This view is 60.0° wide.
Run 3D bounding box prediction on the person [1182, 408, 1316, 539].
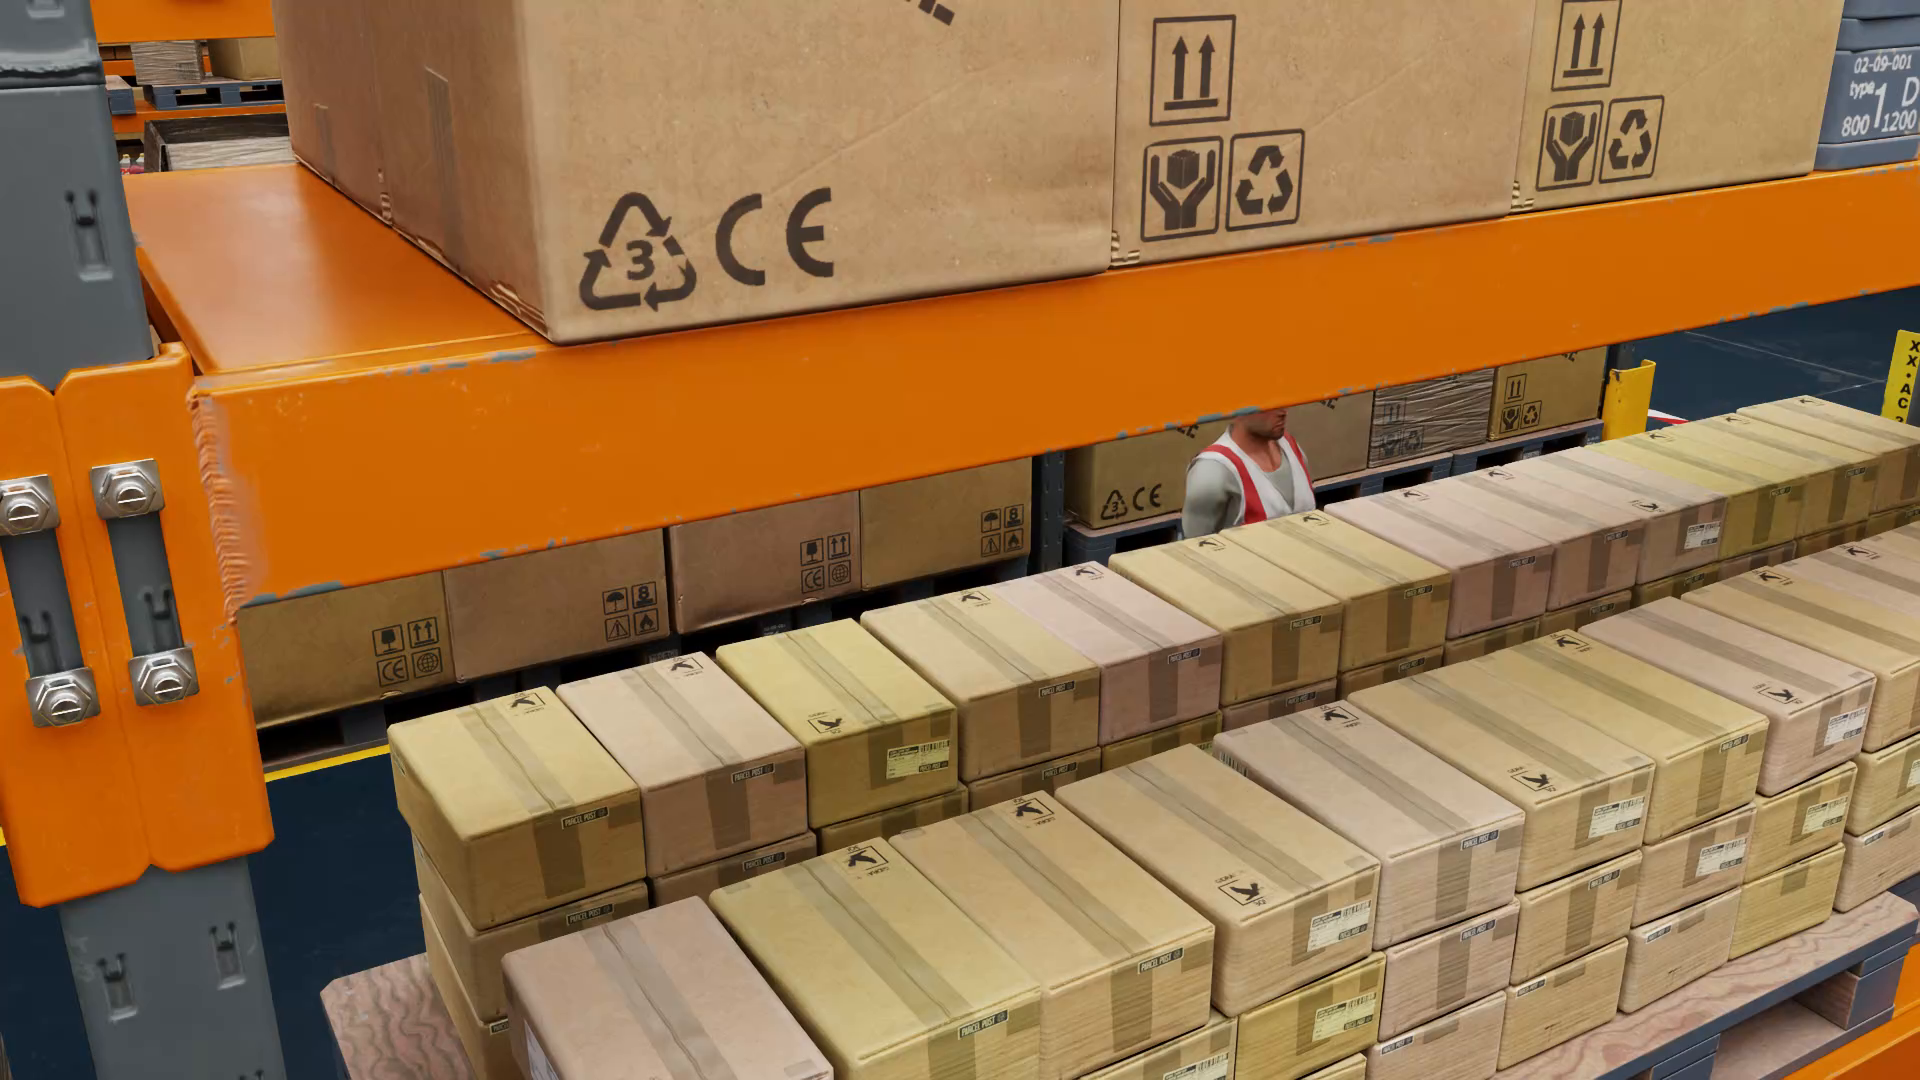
[{"bbox_3d":[1.011,0.257,5.411,0.546,1.764,0.852,-20,29,-40],"label":"person"}]
